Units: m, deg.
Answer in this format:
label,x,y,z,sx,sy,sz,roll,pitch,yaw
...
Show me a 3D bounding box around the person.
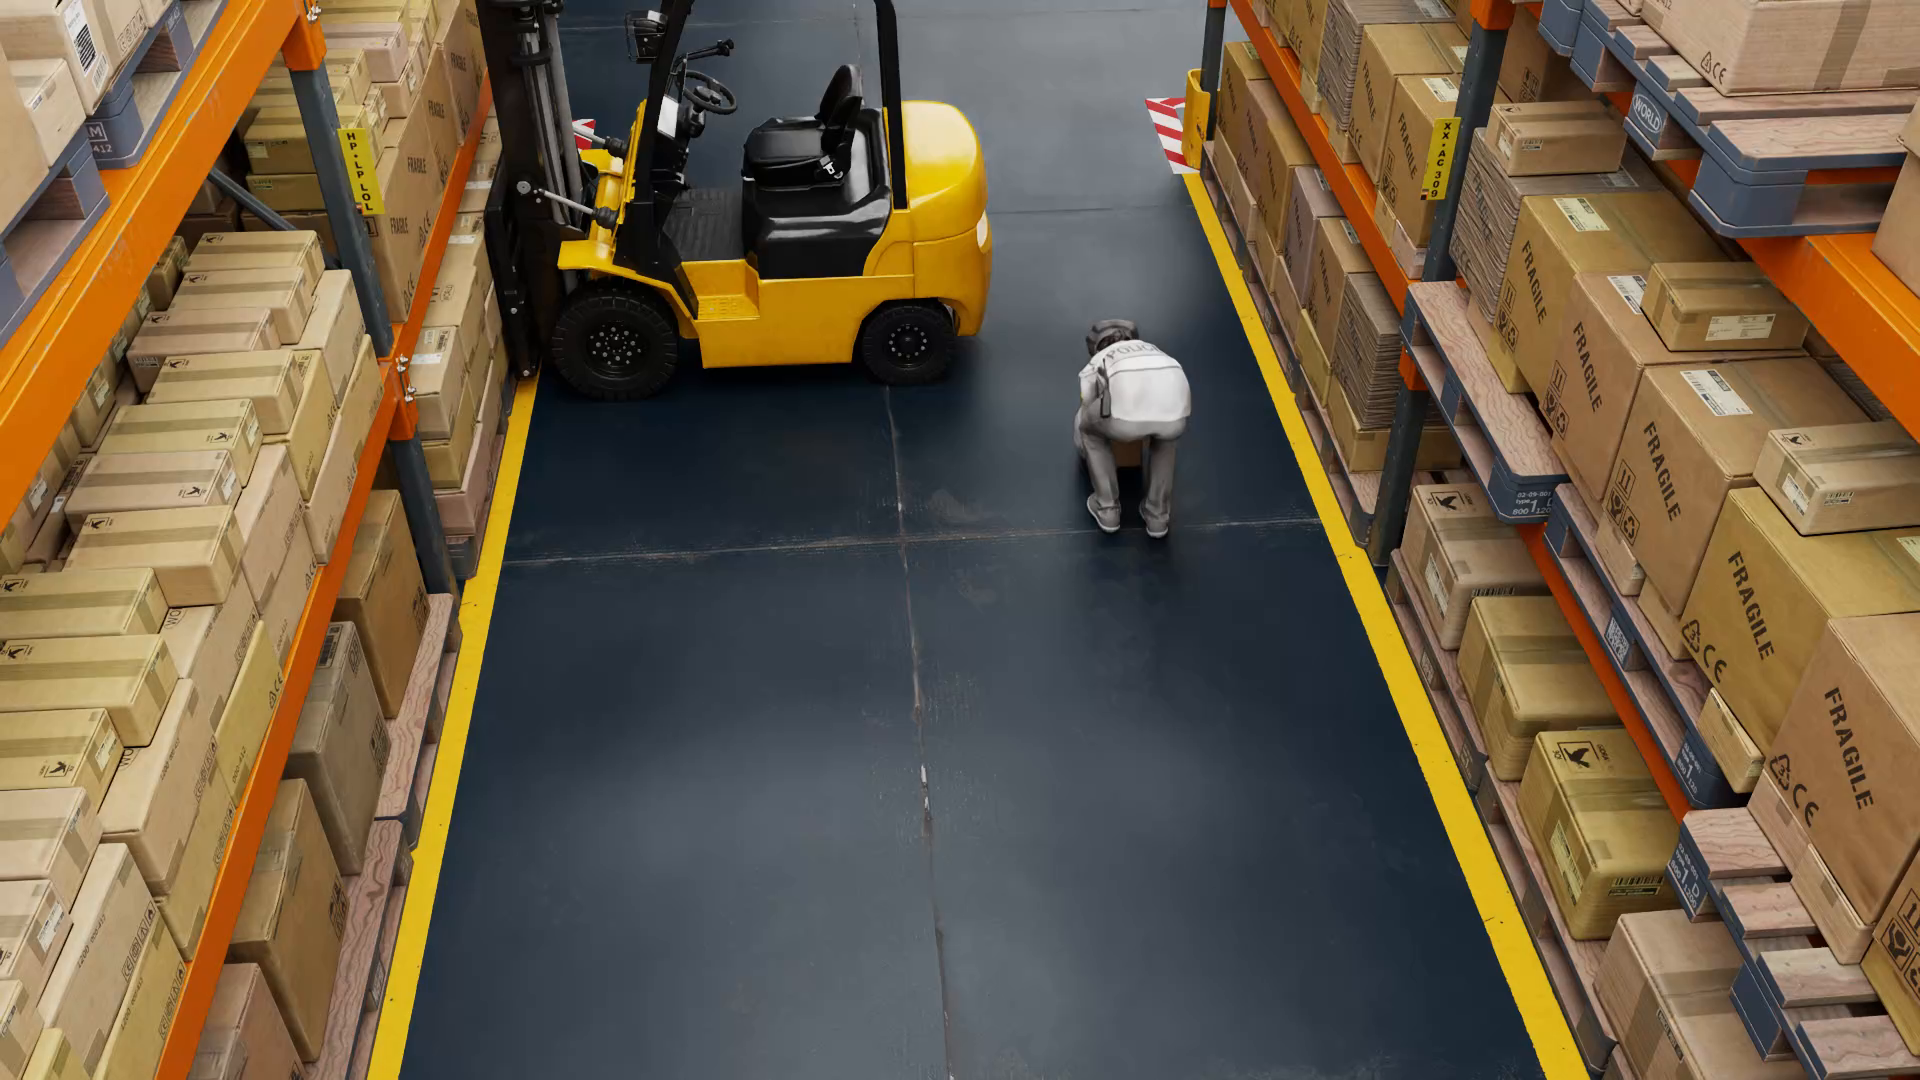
label,x,y,z,sx,sy,sz,roll,pitch,yaw
person,0.749,-0.526,7.397,0.445,0.903,0.879,-5,40,-6
